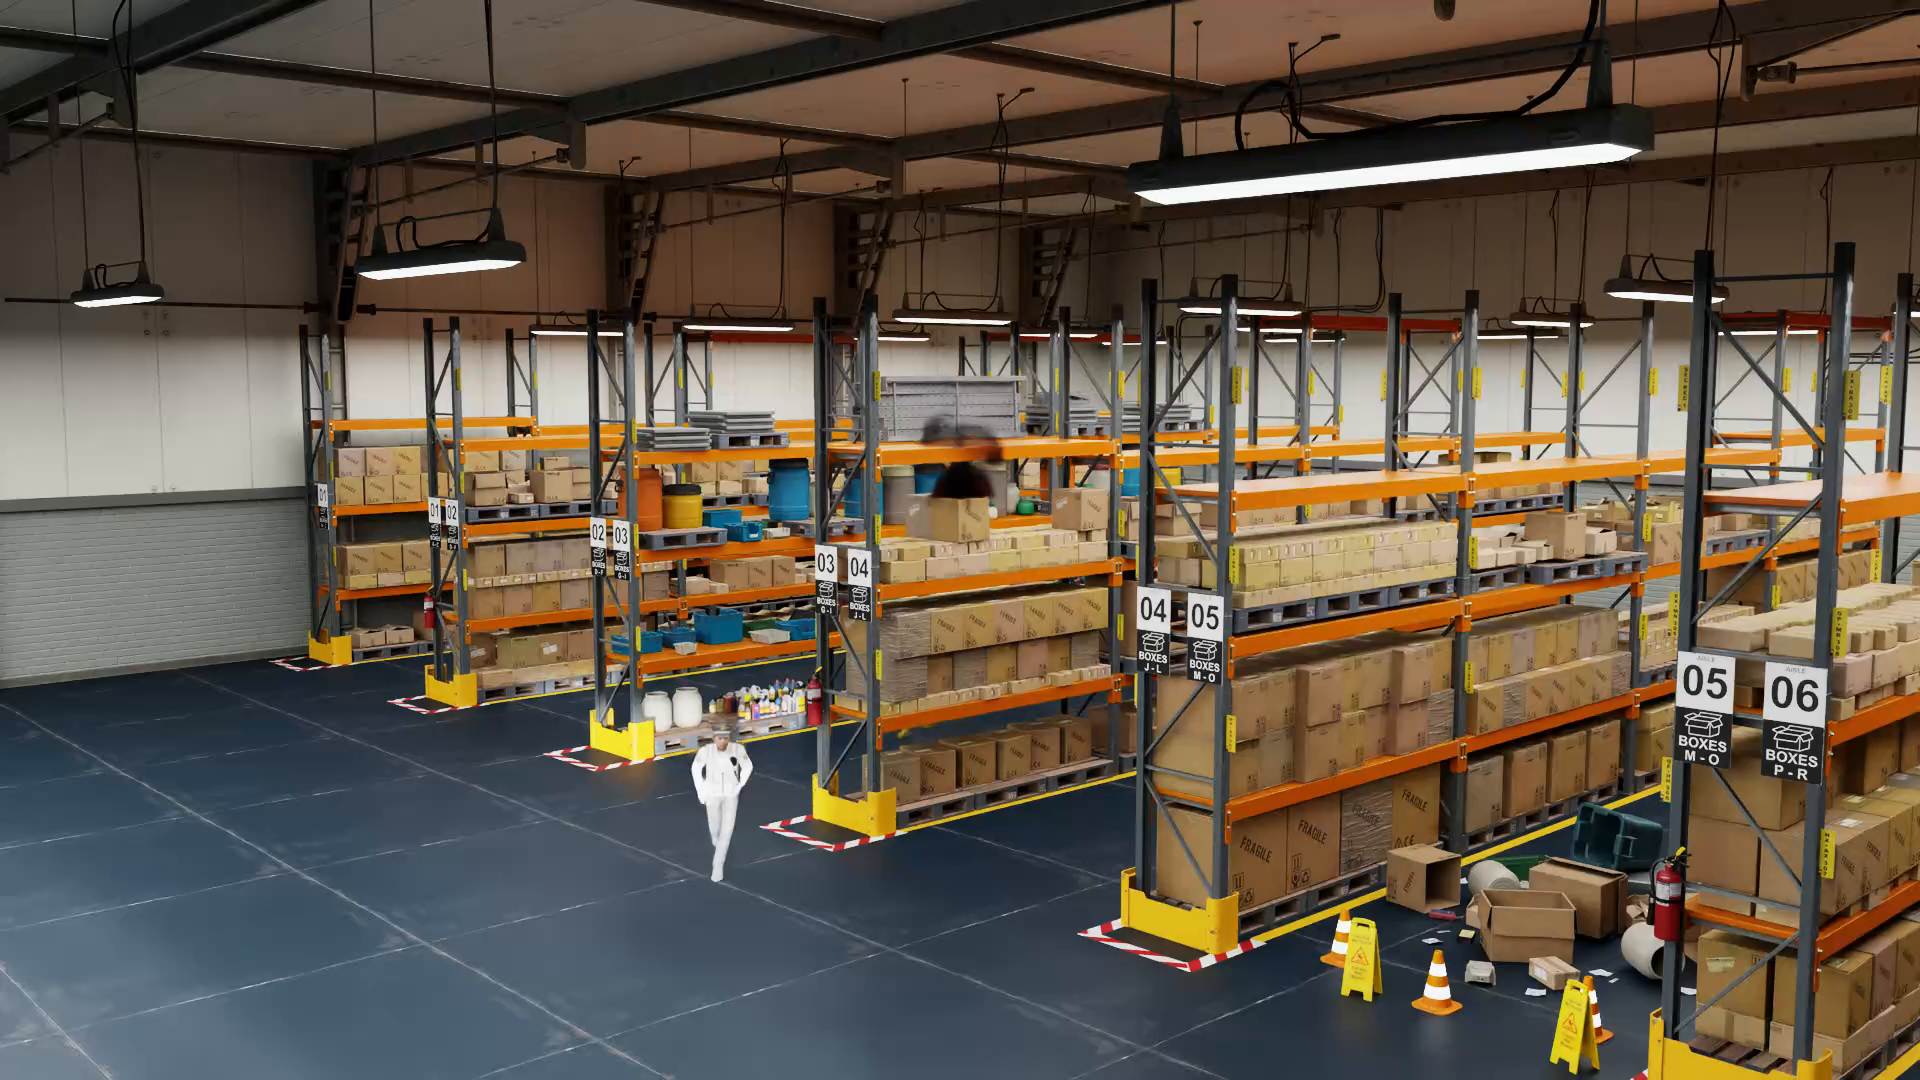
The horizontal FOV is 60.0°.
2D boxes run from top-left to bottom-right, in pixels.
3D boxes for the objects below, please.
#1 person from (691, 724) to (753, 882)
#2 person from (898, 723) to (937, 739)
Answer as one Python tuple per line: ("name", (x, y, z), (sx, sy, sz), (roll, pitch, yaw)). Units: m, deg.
("person", (-2.448, 2.622, 17.101), (0.616, 1.632, 0.795), (-2, 6, -15))
("person", (-0.604, 1.775, 22.477), (0.728, 1.791, 0.841), (5, 8, 43))
